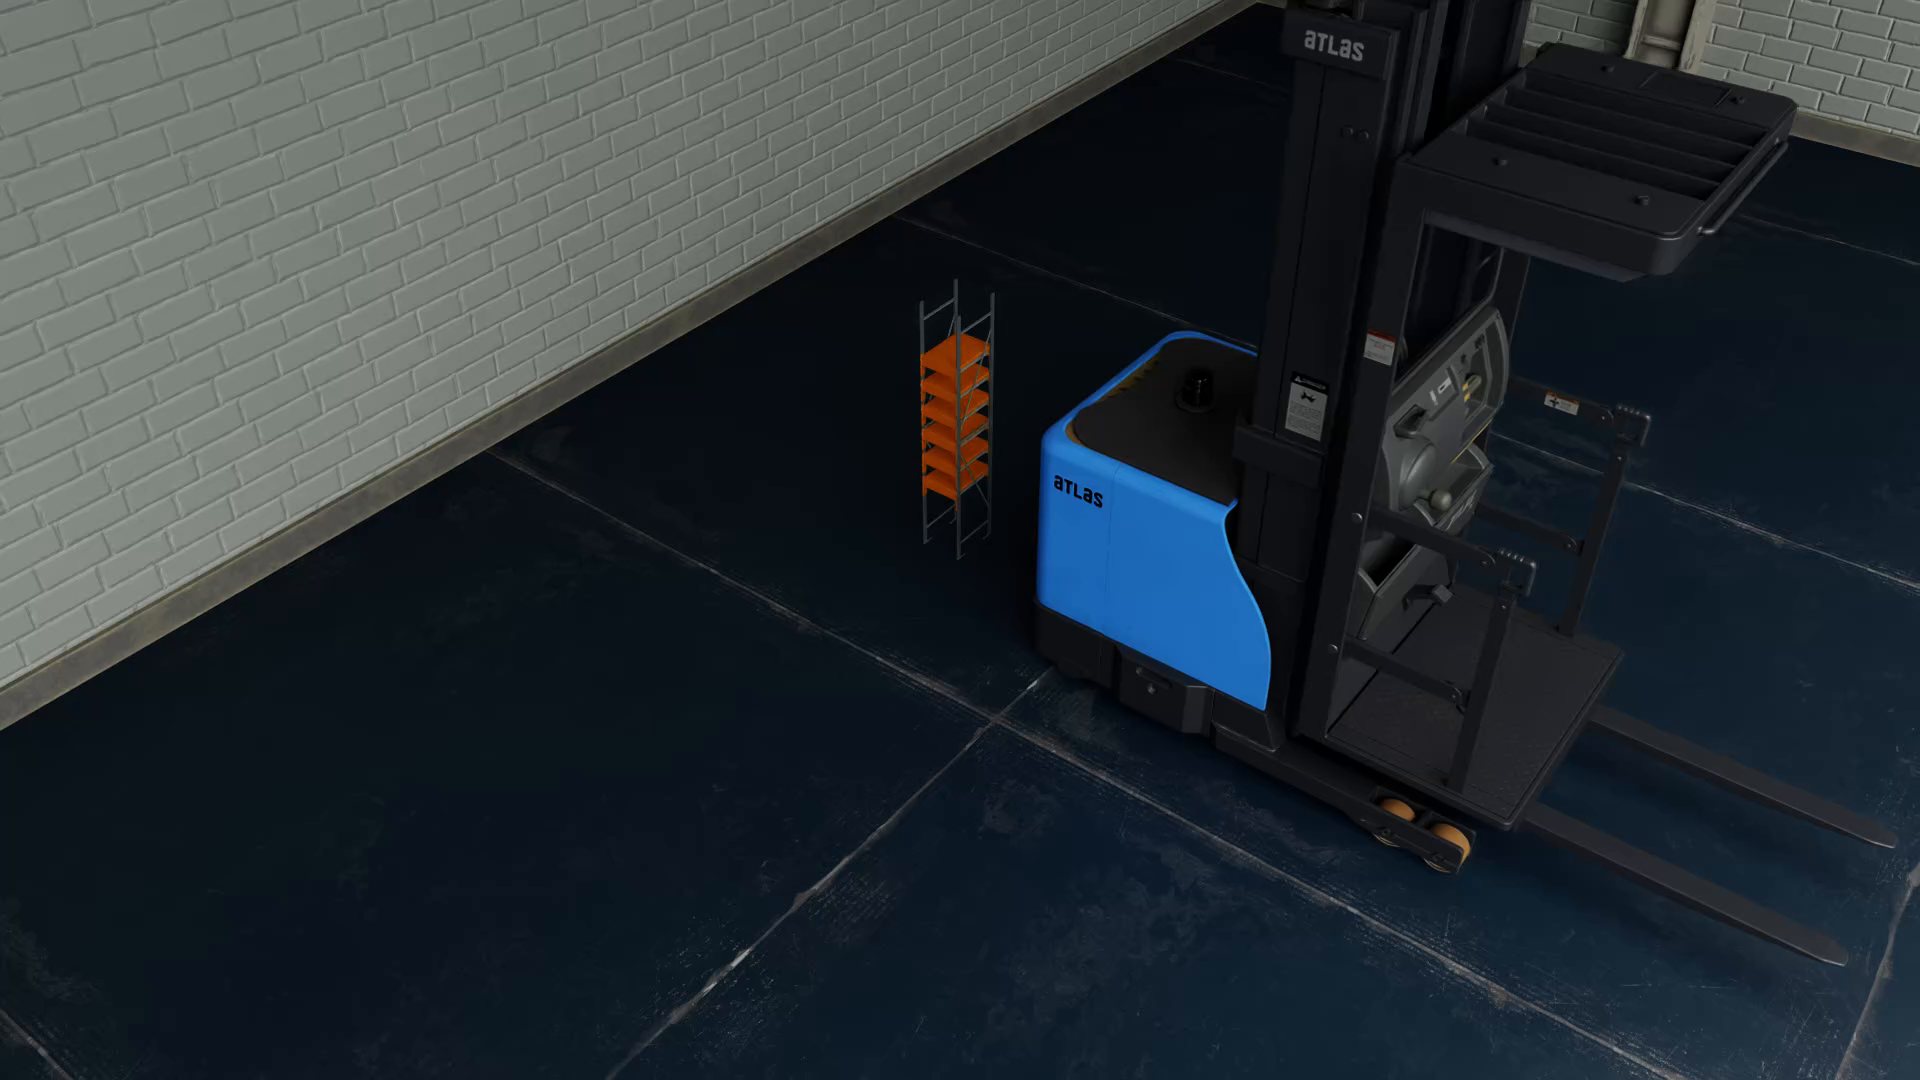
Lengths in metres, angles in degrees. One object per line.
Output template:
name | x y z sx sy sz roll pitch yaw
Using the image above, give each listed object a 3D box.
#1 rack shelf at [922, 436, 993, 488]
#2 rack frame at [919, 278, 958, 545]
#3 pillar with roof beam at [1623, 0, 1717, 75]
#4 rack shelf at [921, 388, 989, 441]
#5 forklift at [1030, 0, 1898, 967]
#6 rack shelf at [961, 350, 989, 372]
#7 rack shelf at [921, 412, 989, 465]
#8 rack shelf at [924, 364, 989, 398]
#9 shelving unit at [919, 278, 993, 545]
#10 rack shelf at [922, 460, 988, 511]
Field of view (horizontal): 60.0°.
rack shelf | -0.011 -0.348 6.988 0.180 0.103 0.258 25 45 29
rack frame | -0.084 -0.512 6.931 0.006 1.200 0.240 25 45 29
pillar with roof beam | 1.884 -4.262 5.394 0.400 9.000 9.100 25 45 29
rack shelf | -0.011 -0.537 6.840 0.180 0.103 0.258 25 45 29
forklift | 1.758 -0.323 5.394 3.031 2.797 1.129 25 45 28
rack shelf | -0.011 -0.742 6.680 0.166 0.020 0.199 25 45 29
rack shelf | -0.011 -0.443 6.914 0.180 0.103 0.258 25 45 29
rack shelf | -0.011 -0.653 6.750 0.171 0.034 0.221 25 45 29
shelving unit | -0.013 -0.479 6.888 0.184 1.200 0.258 25 45 29
rack shelf | -0.011 -0.254 7.062 0.180 0.103 0.258 25 45 29
